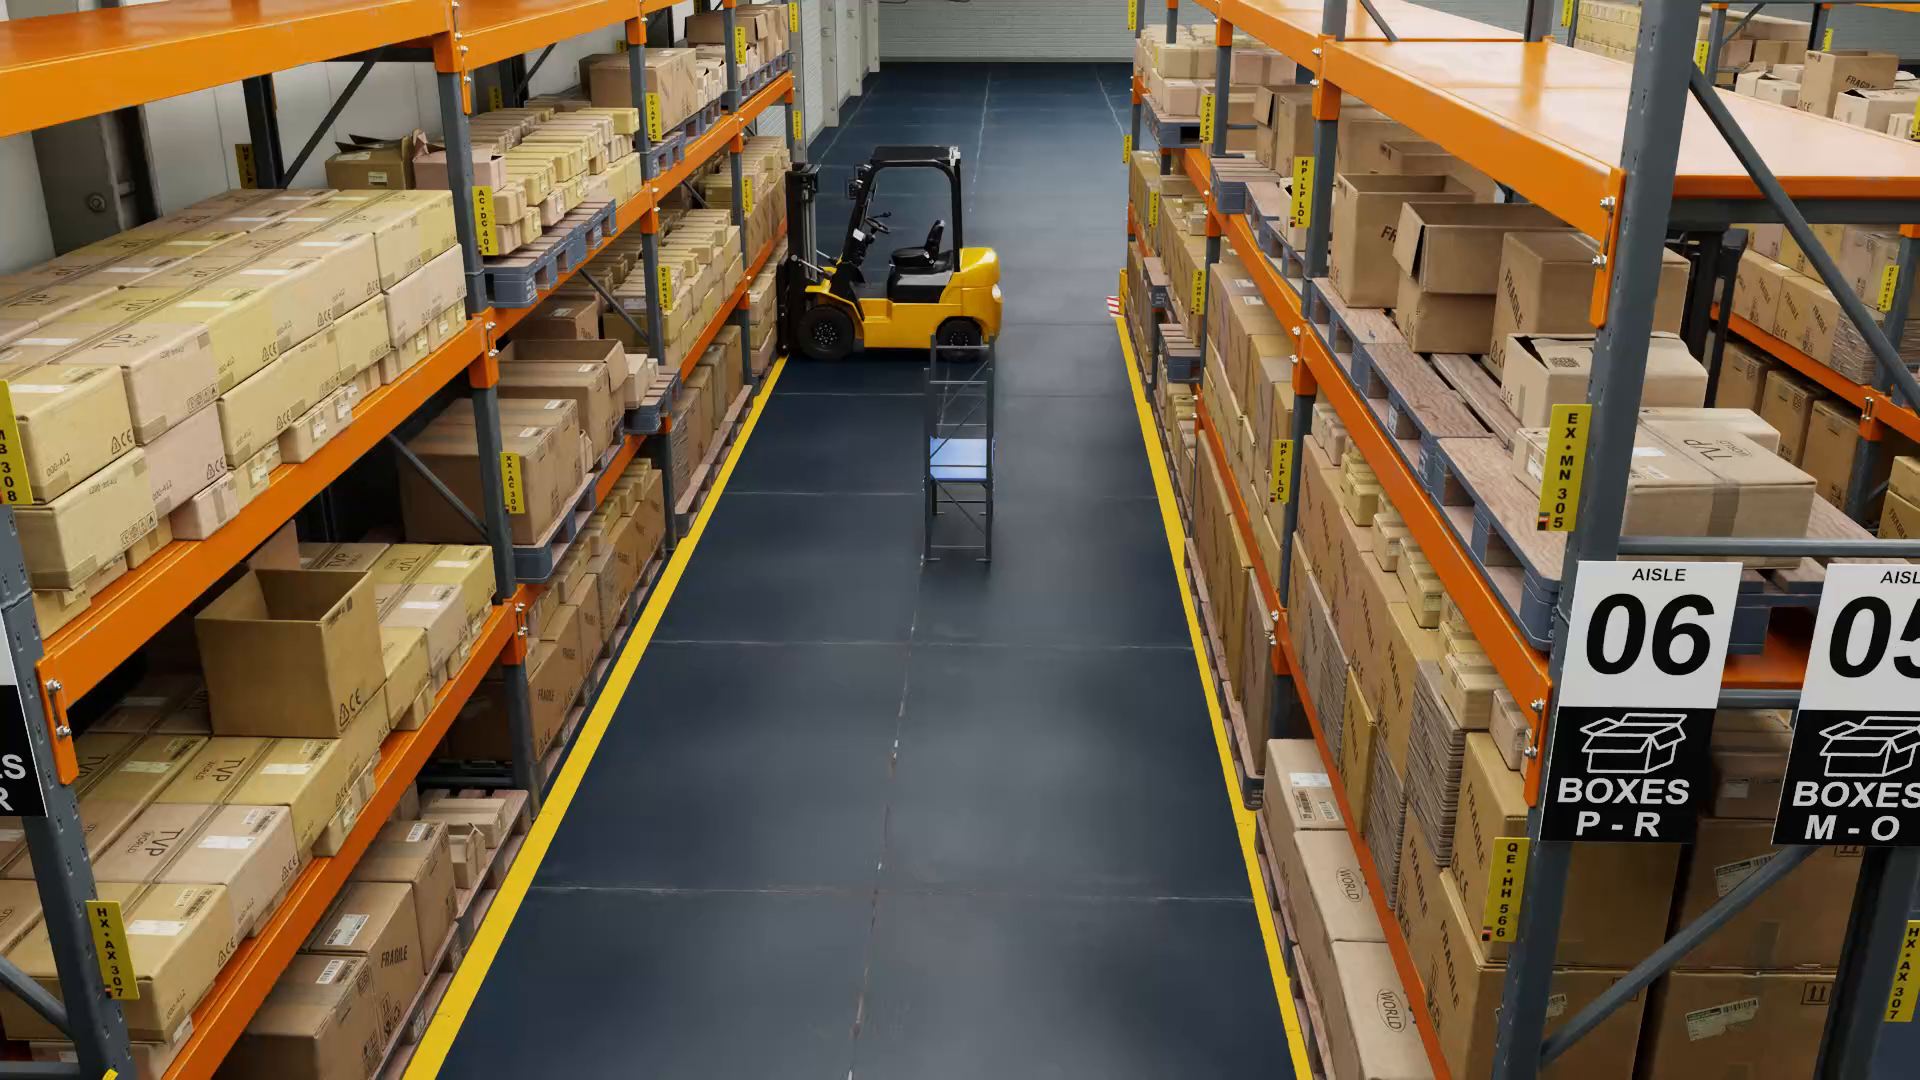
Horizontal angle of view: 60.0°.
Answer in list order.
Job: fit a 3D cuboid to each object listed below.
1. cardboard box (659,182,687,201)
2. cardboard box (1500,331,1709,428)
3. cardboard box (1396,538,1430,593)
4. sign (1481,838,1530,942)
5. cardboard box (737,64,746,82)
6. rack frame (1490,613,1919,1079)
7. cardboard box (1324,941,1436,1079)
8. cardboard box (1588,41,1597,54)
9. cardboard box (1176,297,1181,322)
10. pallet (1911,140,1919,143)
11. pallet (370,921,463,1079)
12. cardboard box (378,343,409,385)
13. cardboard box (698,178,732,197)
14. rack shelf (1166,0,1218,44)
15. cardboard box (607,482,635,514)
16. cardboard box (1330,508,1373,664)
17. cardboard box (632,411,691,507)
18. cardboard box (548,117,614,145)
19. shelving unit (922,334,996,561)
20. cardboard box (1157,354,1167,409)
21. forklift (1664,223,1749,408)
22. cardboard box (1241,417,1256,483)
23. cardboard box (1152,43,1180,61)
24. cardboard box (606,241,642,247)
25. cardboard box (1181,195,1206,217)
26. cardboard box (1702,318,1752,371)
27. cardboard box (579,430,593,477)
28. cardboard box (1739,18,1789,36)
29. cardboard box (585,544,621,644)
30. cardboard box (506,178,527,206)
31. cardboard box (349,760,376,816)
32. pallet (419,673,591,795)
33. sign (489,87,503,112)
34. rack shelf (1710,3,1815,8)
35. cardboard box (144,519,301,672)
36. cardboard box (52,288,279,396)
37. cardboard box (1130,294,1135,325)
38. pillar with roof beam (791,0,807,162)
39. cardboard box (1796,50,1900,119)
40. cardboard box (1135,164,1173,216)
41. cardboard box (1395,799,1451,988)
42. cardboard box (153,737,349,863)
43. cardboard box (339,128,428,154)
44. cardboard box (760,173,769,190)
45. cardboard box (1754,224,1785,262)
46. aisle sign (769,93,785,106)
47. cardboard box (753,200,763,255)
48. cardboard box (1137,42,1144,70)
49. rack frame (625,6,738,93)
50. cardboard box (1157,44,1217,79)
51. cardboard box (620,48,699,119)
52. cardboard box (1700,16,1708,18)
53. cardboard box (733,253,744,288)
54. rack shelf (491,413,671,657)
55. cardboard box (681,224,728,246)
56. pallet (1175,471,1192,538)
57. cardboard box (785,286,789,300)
[{"bbox_3d":[-2.866,-3.388,16.167,0.380,0.149,0.250,1,21,2],"label":"cardboard box"},{"bbox_3d":[2.119,-0.529,5.504,0.500,0.311,0.500,1,21,3],"label":"cardboard box"},{"bbox_3d":[1.845,0.107,6.189,0.380,0.149,0.250,1,21,3],"label":"cardboard box"},{"bbox_3d":[1.481,0.950,4.507,0.100,0.325,0.005,1,21,2],"label":"sign"},{"bbox_3d":[-2.256,-4.464,15.869,0.380,0.149,0.250,1,21,3],"label":"cardboard box"},{"bbox_3d":[2.023,1.611,4.731,1.000,3.000,0.127,1,21,2],"label":"rack frame"},{"bbox_3d":[1.963,2.039,6.589,0.875,0.438,0.875,1,21,3],"label":"cardboard box"},{"bbox_3d":[7.115,-5.377,18.222,0.380,0.149,0.250,1,21,2],"label":"cardboard box"},{"bbox_3d":[1.950,-1.861,13.446,0.380,0.149,0.250,1,21,3],"label":"cardboard box"},{"bbox_3d":[7.184,-2.808,12.233,1.213,0.211,1.003,2,21,4],"label":"pallet"},{"bbox_3d":[-2.873,2.102,7.320,1.003,0.211,1.213,1,21,2],"label":"pallet"},{"bbox_3d":[-2.572,-0.763,7.048,0.380,0.149,0.250,1,21,1],"label":"cardboard box"},{"bbox_3d":[-2.367,-3.477,16.397,0.380,0.149,0.250,1,21,2],"label":"cardboard box"},{"bbox_3d":[2.327,-4.280,13.167,1.077,0.370,4.000,1,21,2],"label":"rack shelf"},{"bbox_3d":[-2.486,-0.293,11.615,0.380,0.149,0.250,0,21,0],"label":"cardboard box"},{"bbox_3d":[1.840,0.189,6.875,0.500,0.500,0.500,1,21,3],"label":"cardboard box"},{"bbox_3d":[-2.662,-0.649,13.257,0.875,0.625,0.625,1,21,3],"label":"cardboard box"},{"bbox_3d":[-2.481,-2.670,10.862,0.380,0.149,0.250,0,21,0],"label":"cardboard box"},{"bbox_3d":[0.003,-0.730,12.837,0.538,1.500,1.048,1,21,2],"label":"shelving unit"},{"bbox_3d":[2.375,-1.509,15.824,0.950,0.372,0.625,1,21,2],"label":"cardboard box"},{"bbox_3d":[4.922,-1.196,12.061,1.130,2.935,3.031,11,24,26],"label":"forklift"},{"bbox_3d":[1.933,-0.529,9.762,0.500,0.250,0.500,1,21,3],"label":"cardboard box"},{"bbox_3d":[2.085,-4.781,16.303,0.380,0.149,0.250,1,21,3],"label":"cardboard box"},{"bbox_3d":[-2.891,-2.455,14.174,0.380,0.149,0.250,1,21,2],"label":"cardboard box"},{"bbox_3d":[2.090,-2.851,14.204,0.380,0.149,0.250,2,21,5],"label":"cardboard box"},{"bbox_3d":[7.410,-1.632,15.617,1.050,0.750,0.750,1,21,1],"label":"cardboard box"},{"bbox_3d":[-2.391,-0.520,9.828,0.396,0.266,0.258,2,21,4],"label":"cardboard box"},{"bbox_3d":[7.704,-4.917,15.935,0.380,0.149,0.250,0,21,1],"label":"cardboard box"},{"bbox_3d":[-2.529,0.348,10.861,0.500,0.500,0.500,0,21,0],"label":"cardboard box"},{"bbox_3d":[-2.432,-1.752,8.467,0.380,0.149,0.250,1,21,3],"label":"cardboard box"},{"bbox_3d":[-2.577,0.998,6.657,0.380,0.149,0.250,1,21,3],"label":"cardboard box"},{"bbox_3d":[-2.830,1.117,9.859,1.003,0.211,1.213,1,21,2],"label":"pallet"},{"bbox_3d":[-3.249,-3.020,11.696,0.100,0.325,0.005,1,21,2],"label":"sign"},{"bbox_3d":[7.400,-5.708,16.848,1.077,0.370,4.000,1,21,2],"label":"rack shelf"},{"bbox_3d":[-3.128,0.228,7.053,0.500,0.500,0.500,0,21,0],"label":"cardboard box"},{"bbox_3d":[-2.638,-0.666,5.557,0.500,0.250,0.500,0,21,1],"label":"cardboard box"},{"bbox_3d":[2.186,-2.615,18.843,0.500,0.250,0.500,1,21,4],"label":"cardboard box"},{"bbox_3d":[1.294,-11.074,29.129,9.100,9.000,0.400,1,21,2],"label":"pillar with roof beam"},{"bbox_3d":[6.990,-3.583,13.113,0.500,0.500,0.500,1,21,2],"label":"cardboard box"},{"bbox_3d":[2.192,-3.820,18.177,0.500,0.500,0.500,0,21,1],"label":"cardboard box"},{"bbox_3d":[1.804,1.206,5.637,0.500,0.500,0.500,0,21,0],"label":"cardboard box"},{"bbox_3d":[-2.628,0.962,6.199,0.500,0.250,0.500,0,21,1],"label":"cardboard box"},{"bbox_3d":[-2.901,-1.952,8.410,0.396,0.266,0.258,1,21,2],"label":"cardboard box"},{"bbox_3d":[-2.234,-3.802,17.645,0.380,0.149,0.250,0,21,1],"label":"cardboard box"},{"bbox_3d":[7.301,-2.675,14.255,0.700,0.500,0.500,1,21,2],"label":"cardboard box"},{"bbox_3d":[-2.156,-5.460,19.360,0.394,0.787,0.004,1,21,2],"label":"aisle sign"},{"bbox_3d":[-2.299,-3.174,16.924,0.500,0.500,0.500,1,21,3],"label":"cardboard box"},{"bbox_3d":[2.203,-5.281,18.141,0.500,0.250,0.500,0,21,1],"label":"cardboard box"},{"bbox_3d":[-2.573,-5.578,14.965,1.000,3.000,0.127,1,21,2],"label":"rack frame"},{"bbox_3d":[1.965,-4.098,14.233,0.500,0.250,0.500,0,21,0],"label":"cardboard box"},{"bbox_3d":[-2.398,-3.650,13.285,0.500,0.500,0.500,1,21,3],"label":"cardboard box"},{"bbox_3d":[7.056,-5.014,16.184,0.380,0.149,0.250,1,21,3],"label":"cardboard box"},{"bbox_3d":[-2.327,-2.526,15.600,0.500,0.250,0.500,1,21,3],"label":"cardboard box"},{"bbox_3d":[-2.756,-0.277,10.589,1.077,0.370,4.000,1,21,2],"label":"rack shelf"},{"bbox_3d":[-2.287,-2.726,14.874,0.380,0.149,0.250,0,21,0],"label":"cardboard box"},{"bbox_3d":[2.292,-0.264,13.418,1.003,0.211,1.213,1,21,2],"label":"pallet"},{"bbox_3d":[-2.175,-2.827,18.698,0.500,0.250,0.500,0,21,0],"label":"cardboard box"}]
